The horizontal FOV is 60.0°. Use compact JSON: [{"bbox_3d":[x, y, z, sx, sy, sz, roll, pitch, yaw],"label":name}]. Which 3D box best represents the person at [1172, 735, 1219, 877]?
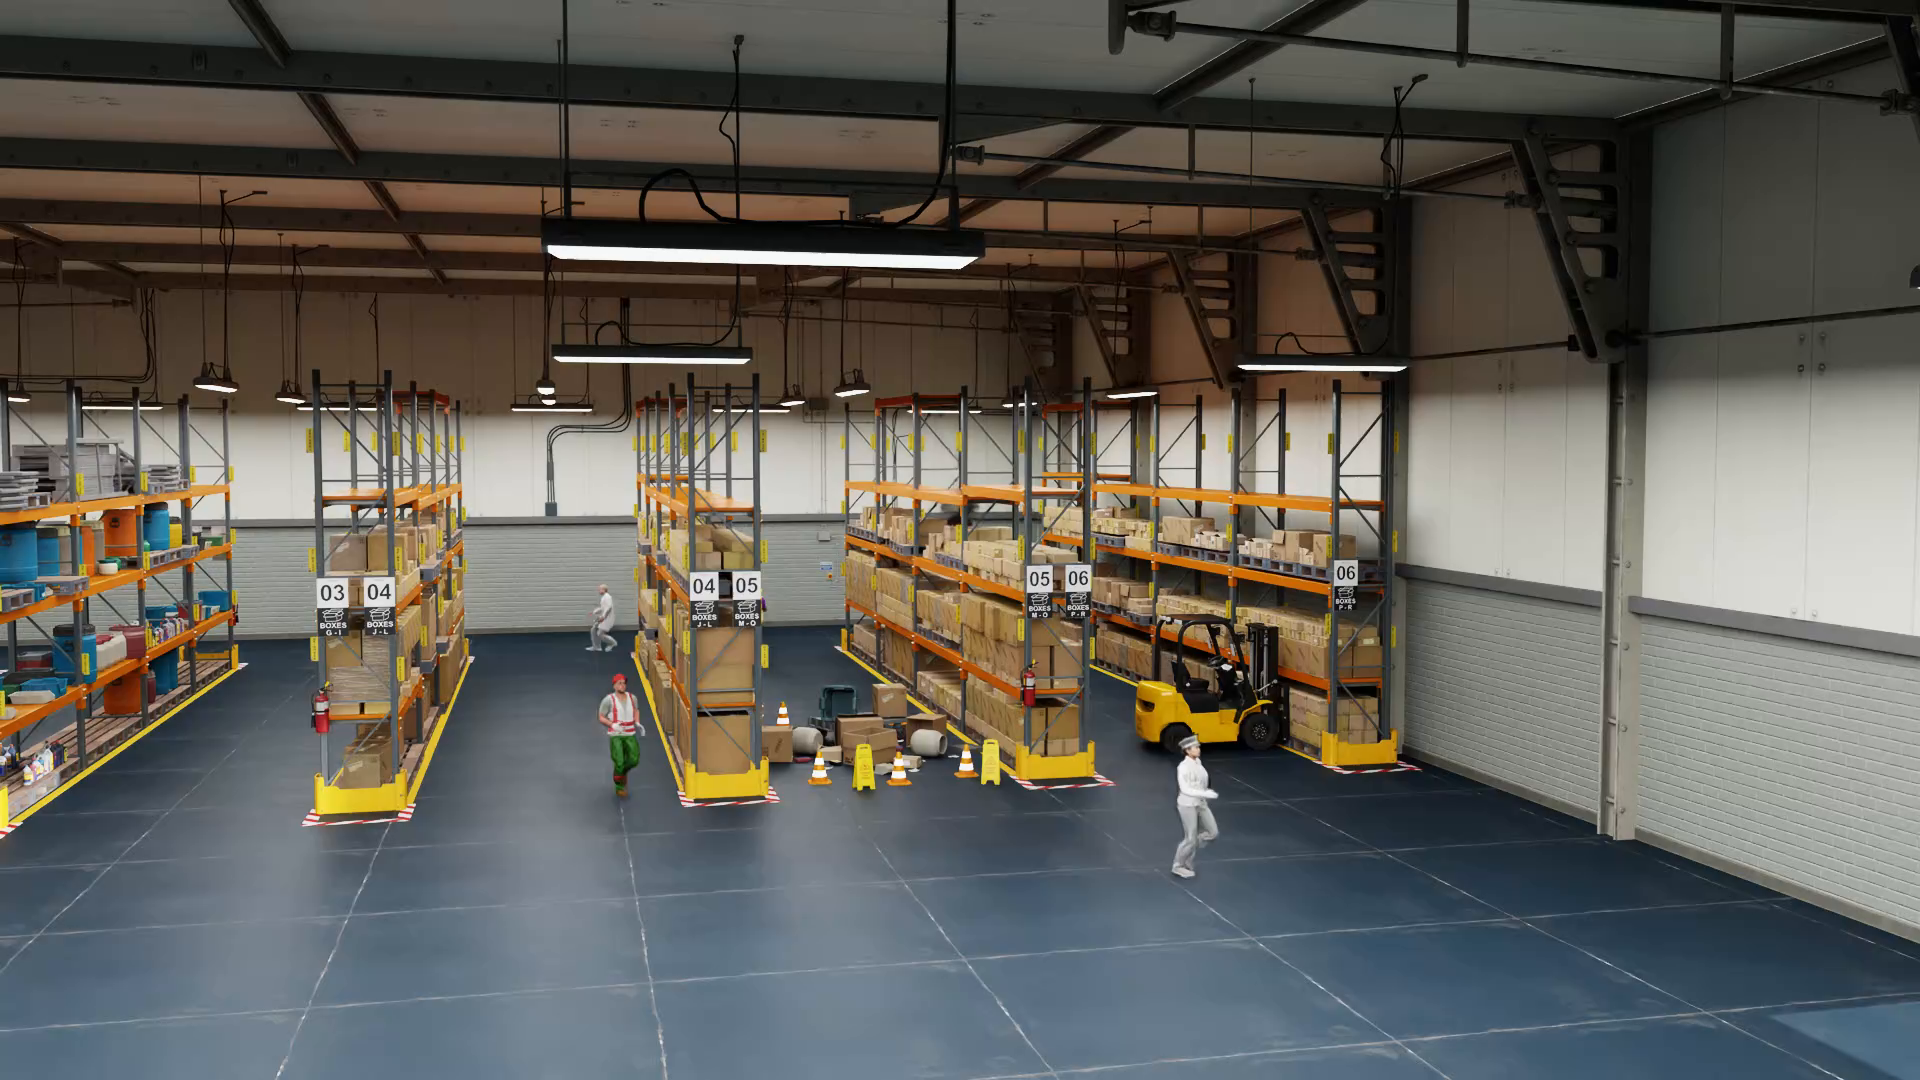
[{"bbox_3d":[2.721,3.062,19.136,0.579,1.654,0.595,2,4,35],"label":"person"}]

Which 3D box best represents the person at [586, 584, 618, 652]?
[{"bbox_3d":[-8.558,1.879,39.927,0.662,1.636,0.894,-2,4,-29],"label":"person"}]

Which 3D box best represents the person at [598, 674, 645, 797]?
[{"bbox_3d":[-4.796,2.771,23.612,0.655,1.740,0.593,-2,4,-34],"label":"person"}]

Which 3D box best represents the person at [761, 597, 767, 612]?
[{"bbox_3d":[-4.814,1.899,38.483,0.730,1.787,0.994,-1,4,-23],"label":"person"}]
